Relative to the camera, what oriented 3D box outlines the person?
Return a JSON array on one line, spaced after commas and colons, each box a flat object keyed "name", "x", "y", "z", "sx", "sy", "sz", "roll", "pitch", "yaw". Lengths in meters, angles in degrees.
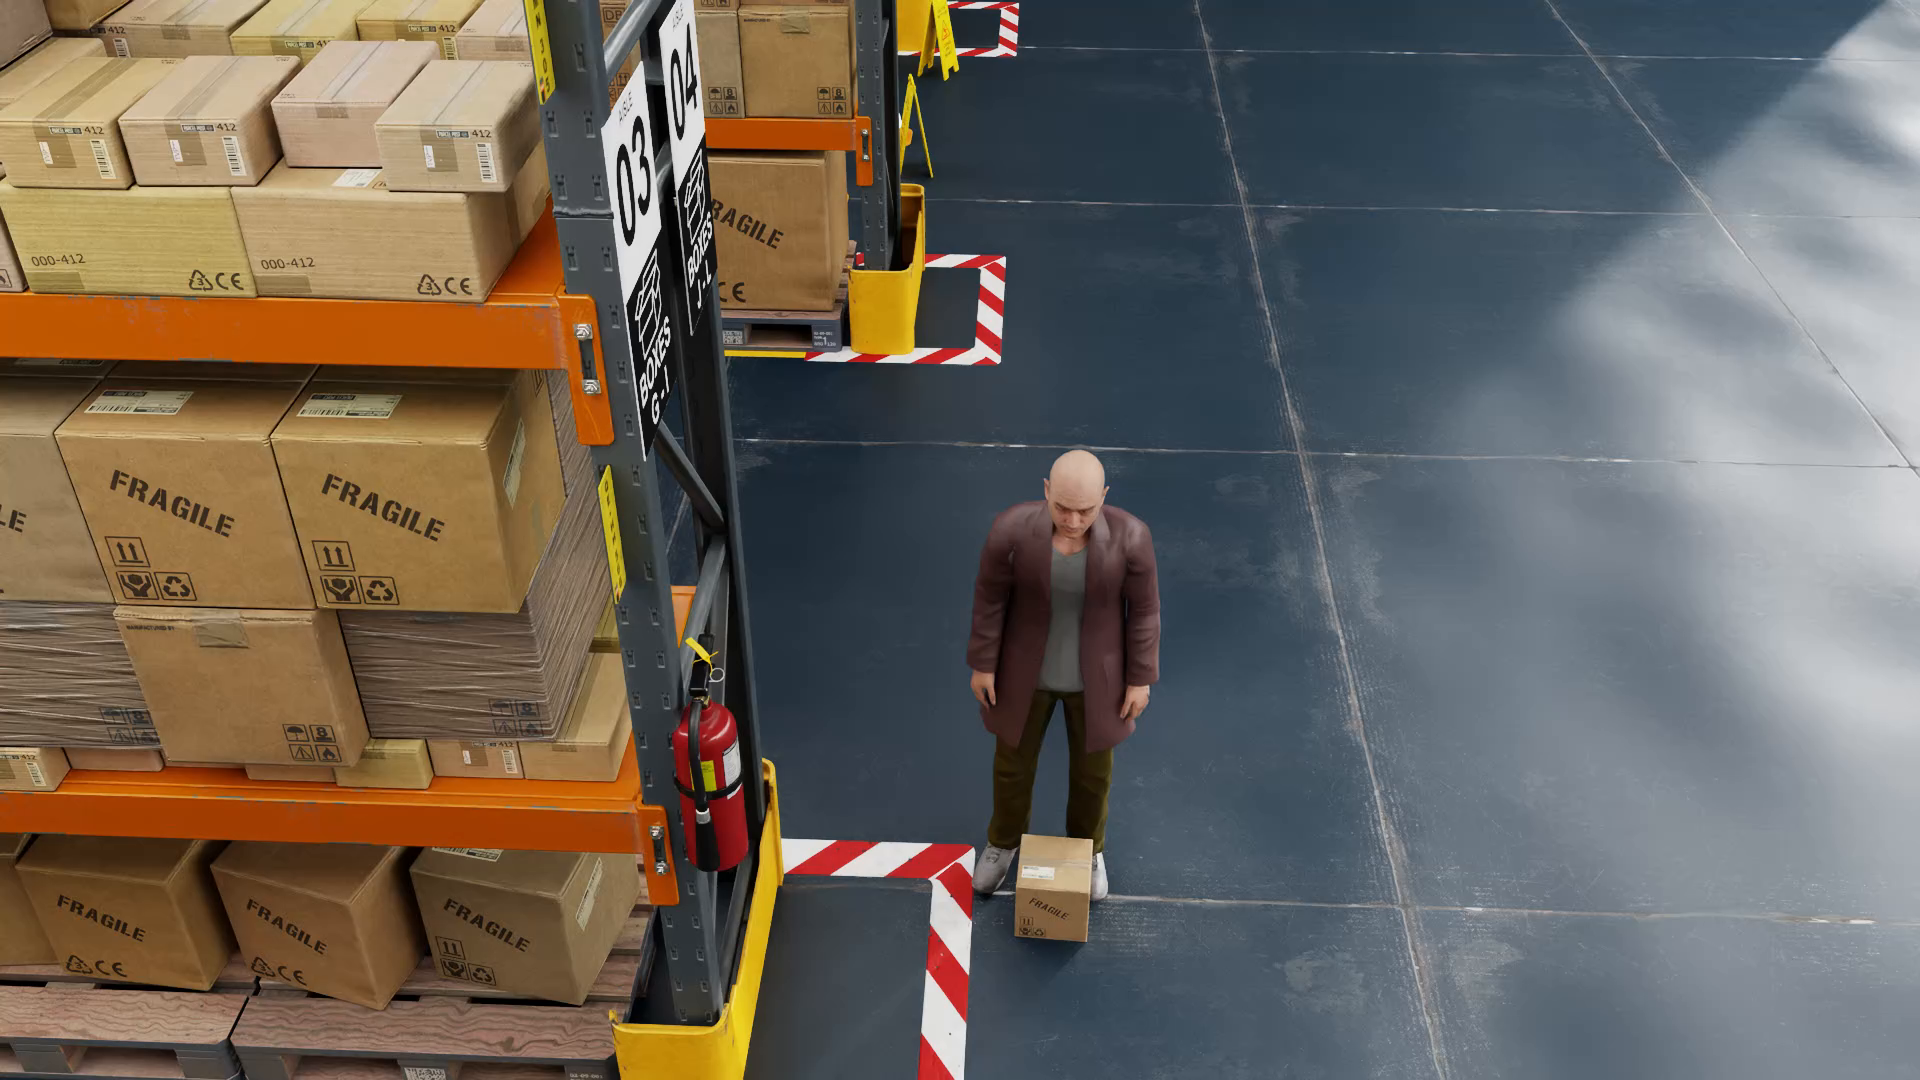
[{"name": "person", "x": 0.337, "y": 0.444, "z": 5.530, "sx": 0.642, "sy": 1.773, "sz": 0.428, "roll": 4, "pitch": 35, "yaw": 6}]
